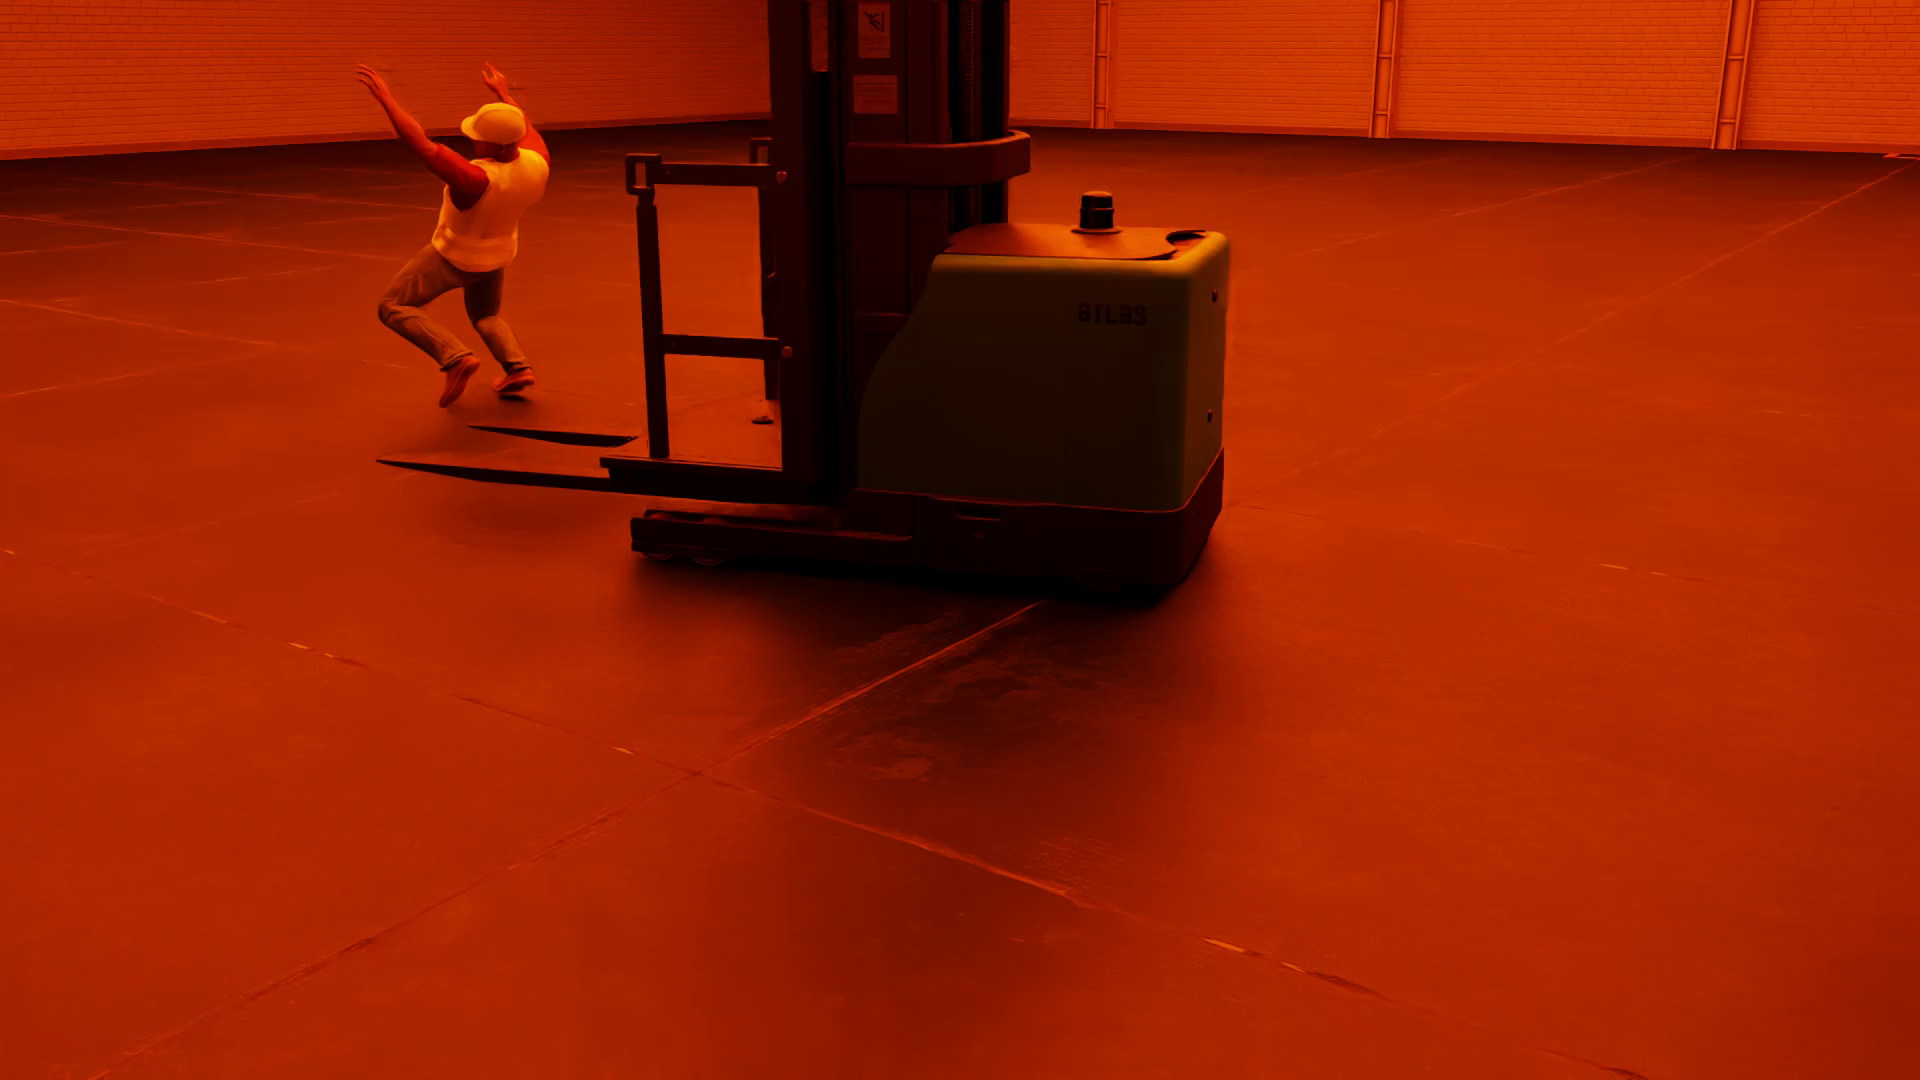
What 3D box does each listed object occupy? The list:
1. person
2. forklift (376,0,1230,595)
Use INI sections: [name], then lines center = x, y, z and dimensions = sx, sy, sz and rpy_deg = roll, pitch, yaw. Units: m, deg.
[person]
center = -2.366, -1.444, 7.982
dimensions = 0.773, 1.627, 1.011
rpy_deg = 10, 19, 30
[forklift]
center = -0.621, -1.453, 5.692
dimensions = 3.031, 2.935, 1.130
rpy_deg = 5, 17, 16
